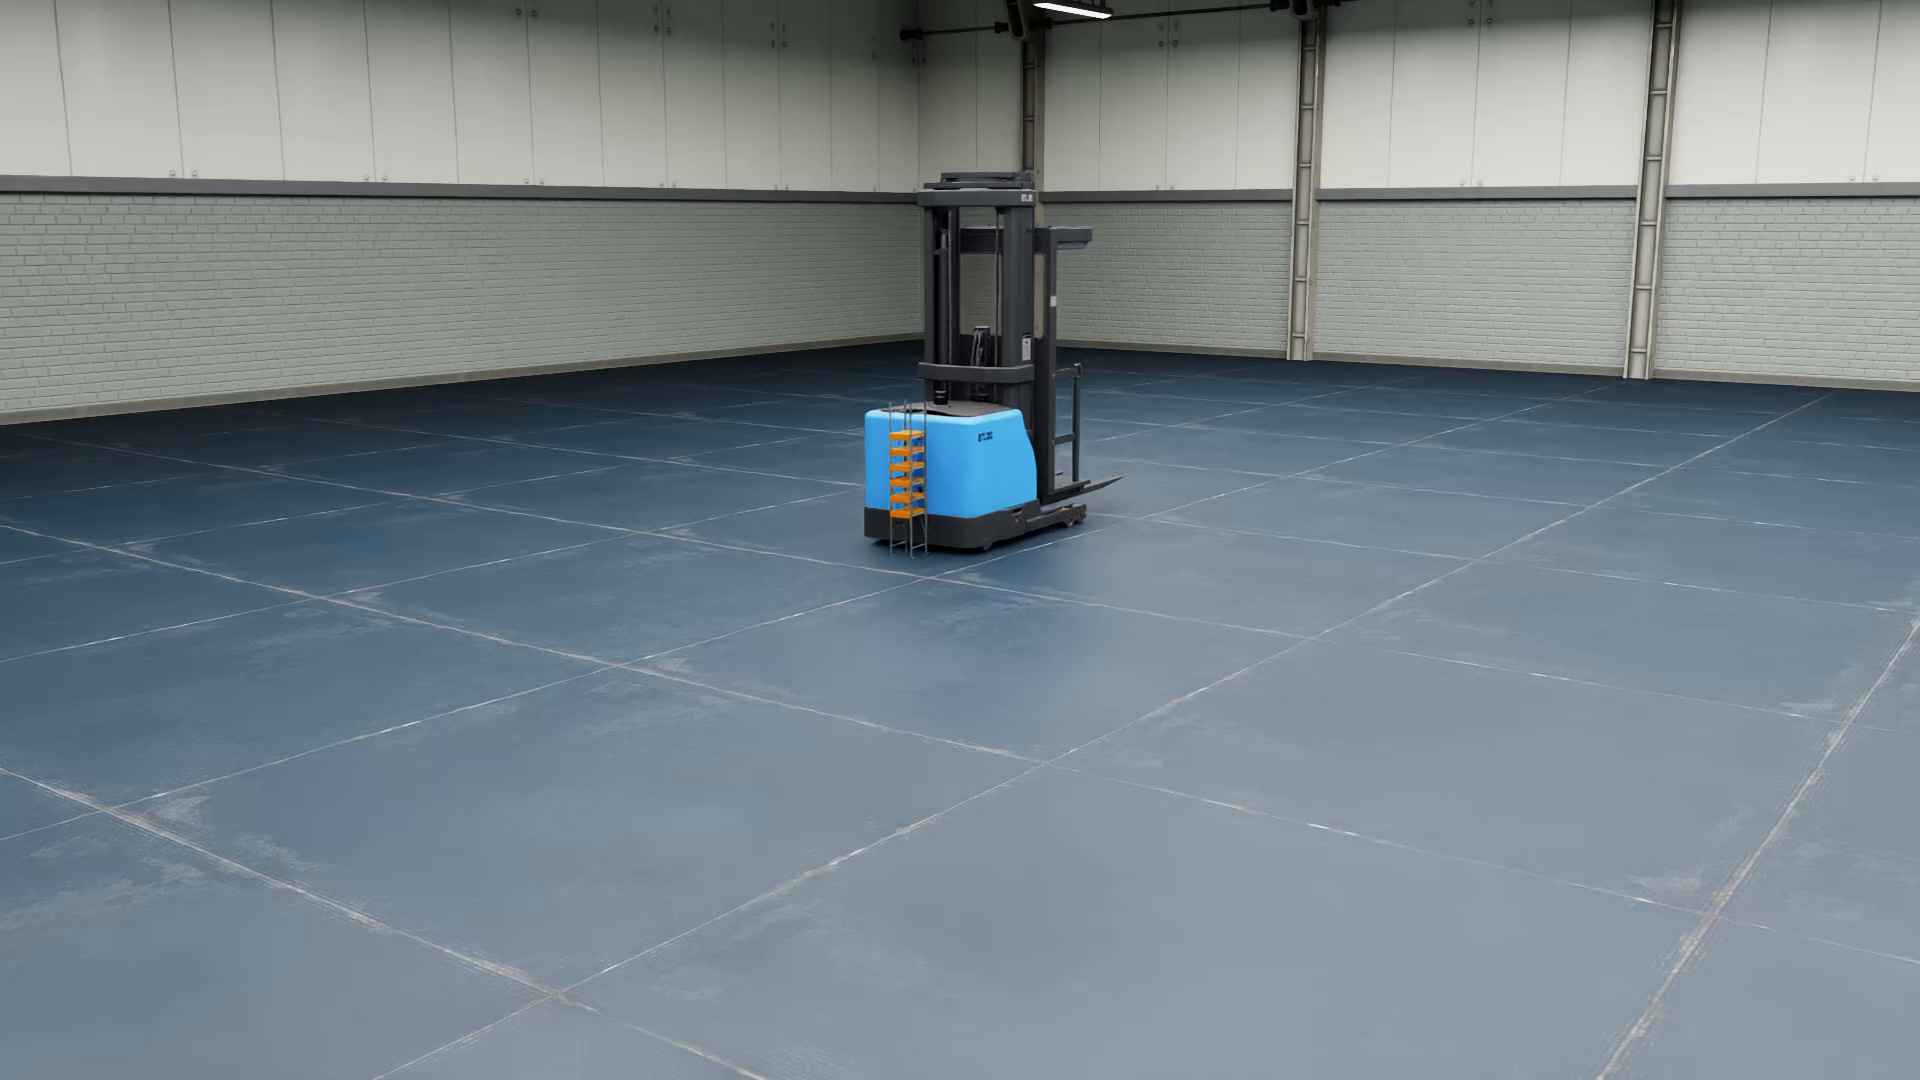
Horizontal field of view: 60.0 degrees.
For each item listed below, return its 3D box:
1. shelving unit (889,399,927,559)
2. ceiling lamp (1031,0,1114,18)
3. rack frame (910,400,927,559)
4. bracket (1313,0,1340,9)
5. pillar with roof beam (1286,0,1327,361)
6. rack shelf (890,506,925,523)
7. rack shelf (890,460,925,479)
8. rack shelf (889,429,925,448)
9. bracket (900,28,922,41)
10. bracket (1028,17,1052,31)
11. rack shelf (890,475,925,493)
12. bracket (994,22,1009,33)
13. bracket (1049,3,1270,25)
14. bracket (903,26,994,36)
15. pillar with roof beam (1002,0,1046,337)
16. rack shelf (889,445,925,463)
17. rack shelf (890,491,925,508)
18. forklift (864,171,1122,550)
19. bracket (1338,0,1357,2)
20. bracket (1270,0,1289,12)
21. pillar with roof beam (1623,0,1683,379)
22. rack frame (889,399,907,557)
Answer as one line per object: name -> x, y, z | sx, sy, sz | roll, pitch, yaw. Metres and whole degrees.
shelving unit -> -0.398, -0.469, 12.796 | 0.189, 1.200, 0.258 | 6, 13, 29
ceiling lamp -> 1.629, -10.099, 26.672 | 0.800, 3.185, 2.000 | 8, 13, 36
rack frame -> -0.318, -0.461, 12.752 | 0.006, 1.200, 0.240 | 6, 13, 29
bracket -> 6.412, -9.419, 29.047 | 0.430, 0.232, 0.235 | 8, 13, 36
pillar with roof beam -> 3.739, -7.093, 26.504 | 0.548, 9.000, 9.100 | 8, 13, 36
rack shelf -> -0.398, -0.190, 12.851 | 0.180, 0.103, 0.258 | 6, 13, 29
rack shelf -> -0.398, -0.543, 12.782 | 0.180, 0.103, 0.258 | 6, 13, 29
rack shelf -> -0.398, -0.779, 12.737 | 0.180, 0.103, 0.258 | 6, 13, 29
bracket -> -1.004, -10.453, 34.393 | 0.430, 0.232, 0.235 | 8, 13, 36
bracket -> 1.575, -10.093, 32.533 | 0.430, 0.232, 0.235 | 8, 13, 36
rack shelf -> -0.398, -0.426, 12.805 | 0.180, 0.103, 0.258 | 6, 13, 29
bracket -> 0.906, -10.187, 33.016 | 0.430, 0.232, 0.235 | 8, 13, 36
bracket -> 3.652, -9.804, 31.036 | 4.783, 0.066, 0.076 | 8, 13, 36
bracket -> -0.528, -10.387, 34.050 | 3.189, 0.066, 0.076 | 8, 13, 36
pillar with roof beam -> -1.097, -7.768, 29.991 | 0.548, 9.000, 9.100 | 8, 13, 36
rack shelf -> -0.398, -0.661, 12.759 | 0.180, 0.103, 0.258 | 6, 13, 29
rack shelf -> -0.398, -0.308, 12.828 | 0.180, 0.103, 0.258 | 6, 13, 29
forklift -> 0.429, -1.593, 14.045 | 1.130, 2.935, 3.031 | 7, 13, 31
bracket -> 8.488, -9.129, 27.549 | 4.783, 0.066, 0.076 | 8, 13, 36
bracket -> 5.742, -9.512, 29.529 | 0.430, 0.232, 0.235 | 8, 13, 36
pillar with roof beam -> 8.575, -6.419, 23.017 | 0.400, 9.000, 9.100 | 8, 13, 36
rack frame -> -0.477, -0.478, 12.841 | 0.006, 1.200, 0.240 | 6, 13, 29
